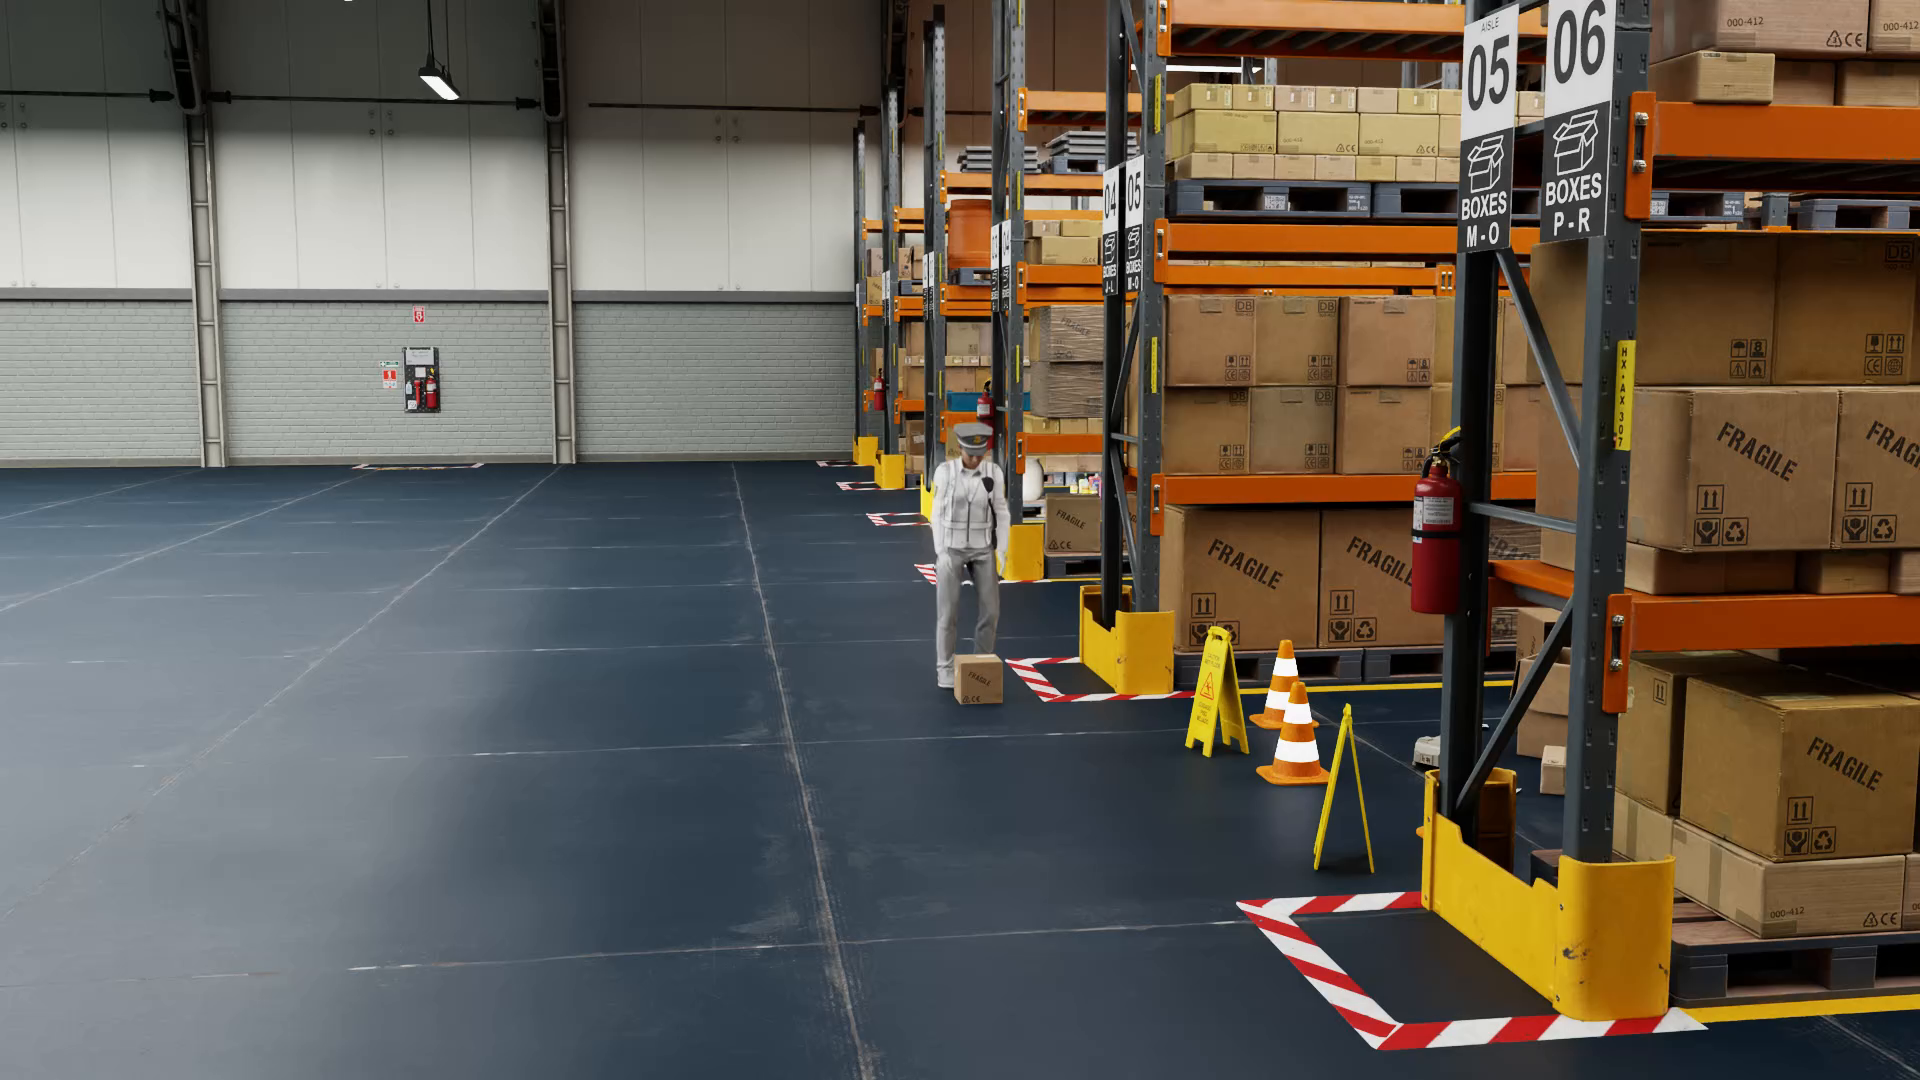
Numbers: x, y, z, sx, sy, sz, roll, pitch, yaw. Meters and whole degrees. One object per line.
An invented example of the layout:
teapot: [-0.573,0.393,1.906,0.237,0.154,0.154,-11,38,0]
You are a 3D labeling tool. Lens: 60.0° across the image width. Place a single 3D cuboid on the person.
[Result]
person: [0.067,0.092,10.222,0.496,1.635,0.428,-1,7,-7]
